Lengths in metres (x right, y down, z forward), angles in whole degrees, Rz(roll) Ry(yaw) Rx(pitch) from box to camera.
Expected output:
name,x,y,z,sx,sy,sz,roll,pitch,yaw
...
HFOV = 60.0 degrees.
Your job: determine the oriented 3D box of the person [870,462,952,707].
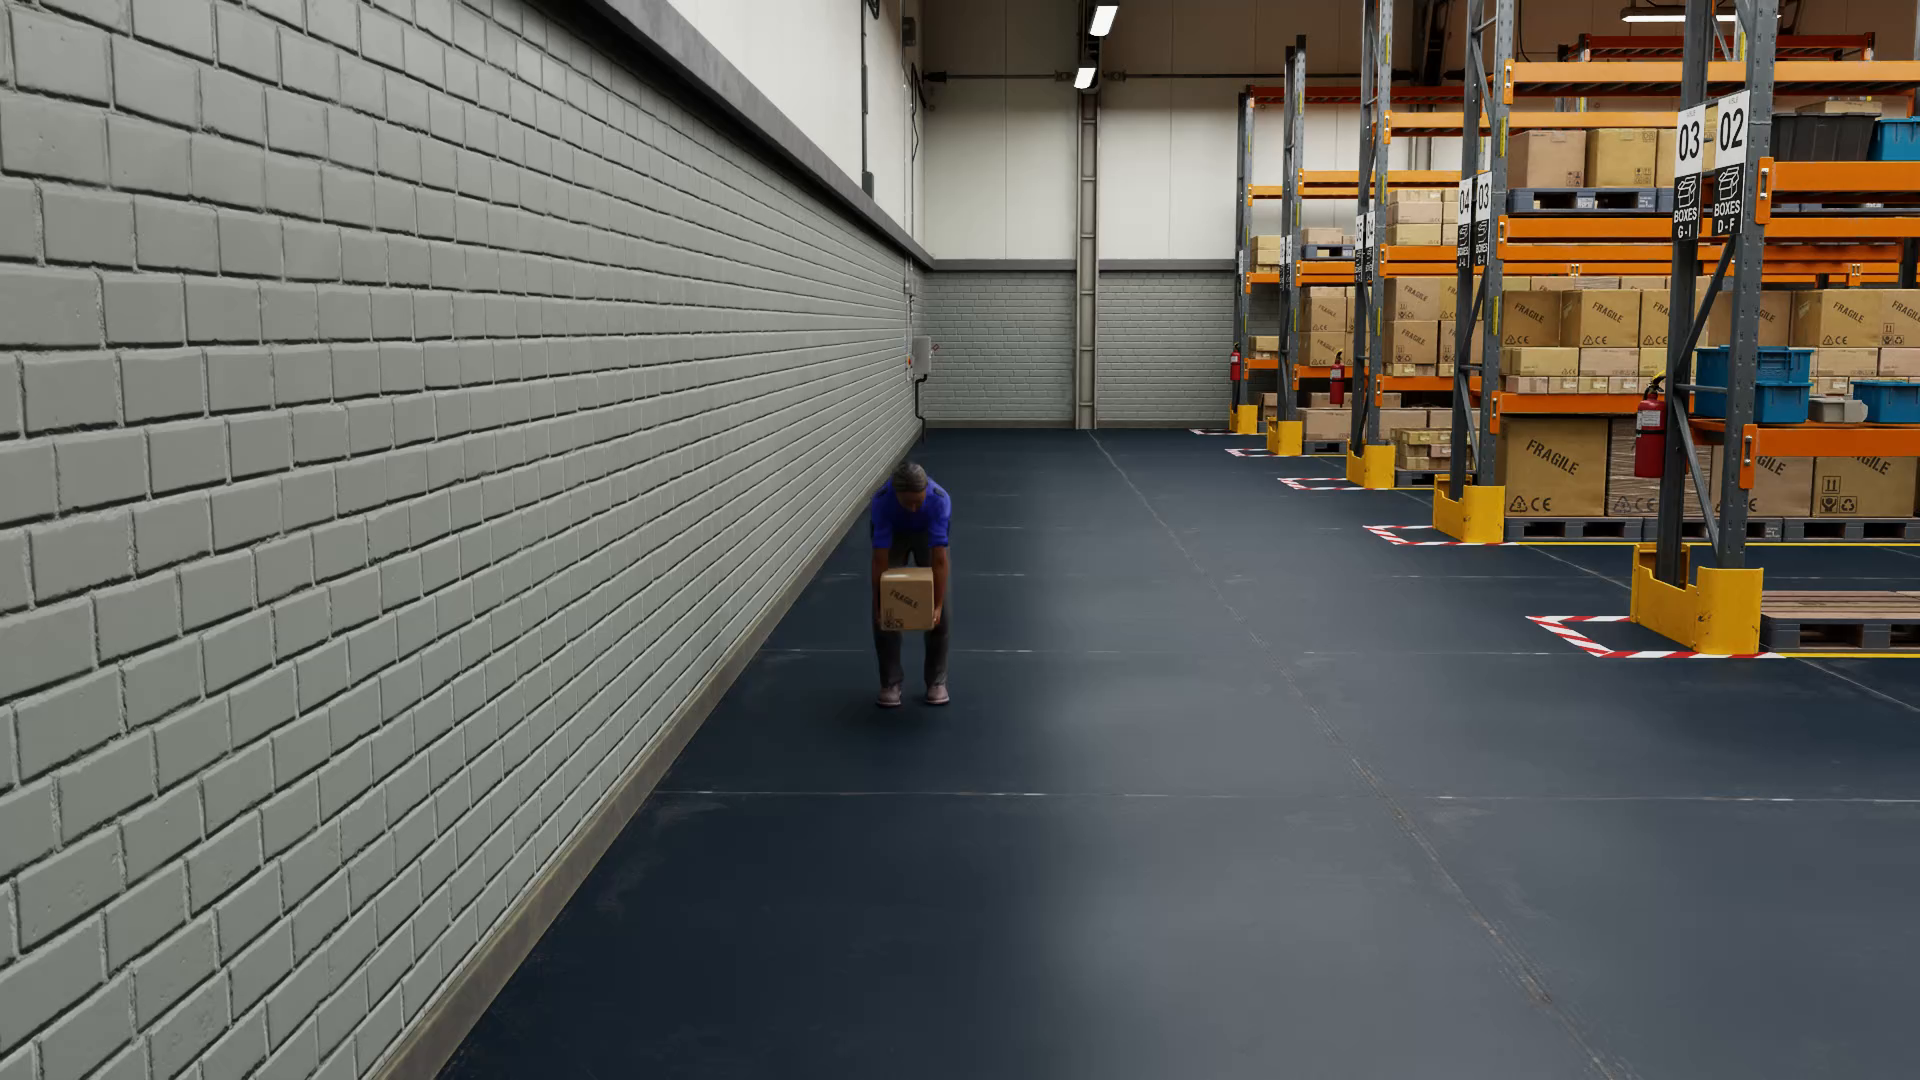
name,x,y,z,sx,sy,sz,roll,pitch,yaw
person,-0.242,0.222,8.191,0.406,1.253,0.824,0,7,0
